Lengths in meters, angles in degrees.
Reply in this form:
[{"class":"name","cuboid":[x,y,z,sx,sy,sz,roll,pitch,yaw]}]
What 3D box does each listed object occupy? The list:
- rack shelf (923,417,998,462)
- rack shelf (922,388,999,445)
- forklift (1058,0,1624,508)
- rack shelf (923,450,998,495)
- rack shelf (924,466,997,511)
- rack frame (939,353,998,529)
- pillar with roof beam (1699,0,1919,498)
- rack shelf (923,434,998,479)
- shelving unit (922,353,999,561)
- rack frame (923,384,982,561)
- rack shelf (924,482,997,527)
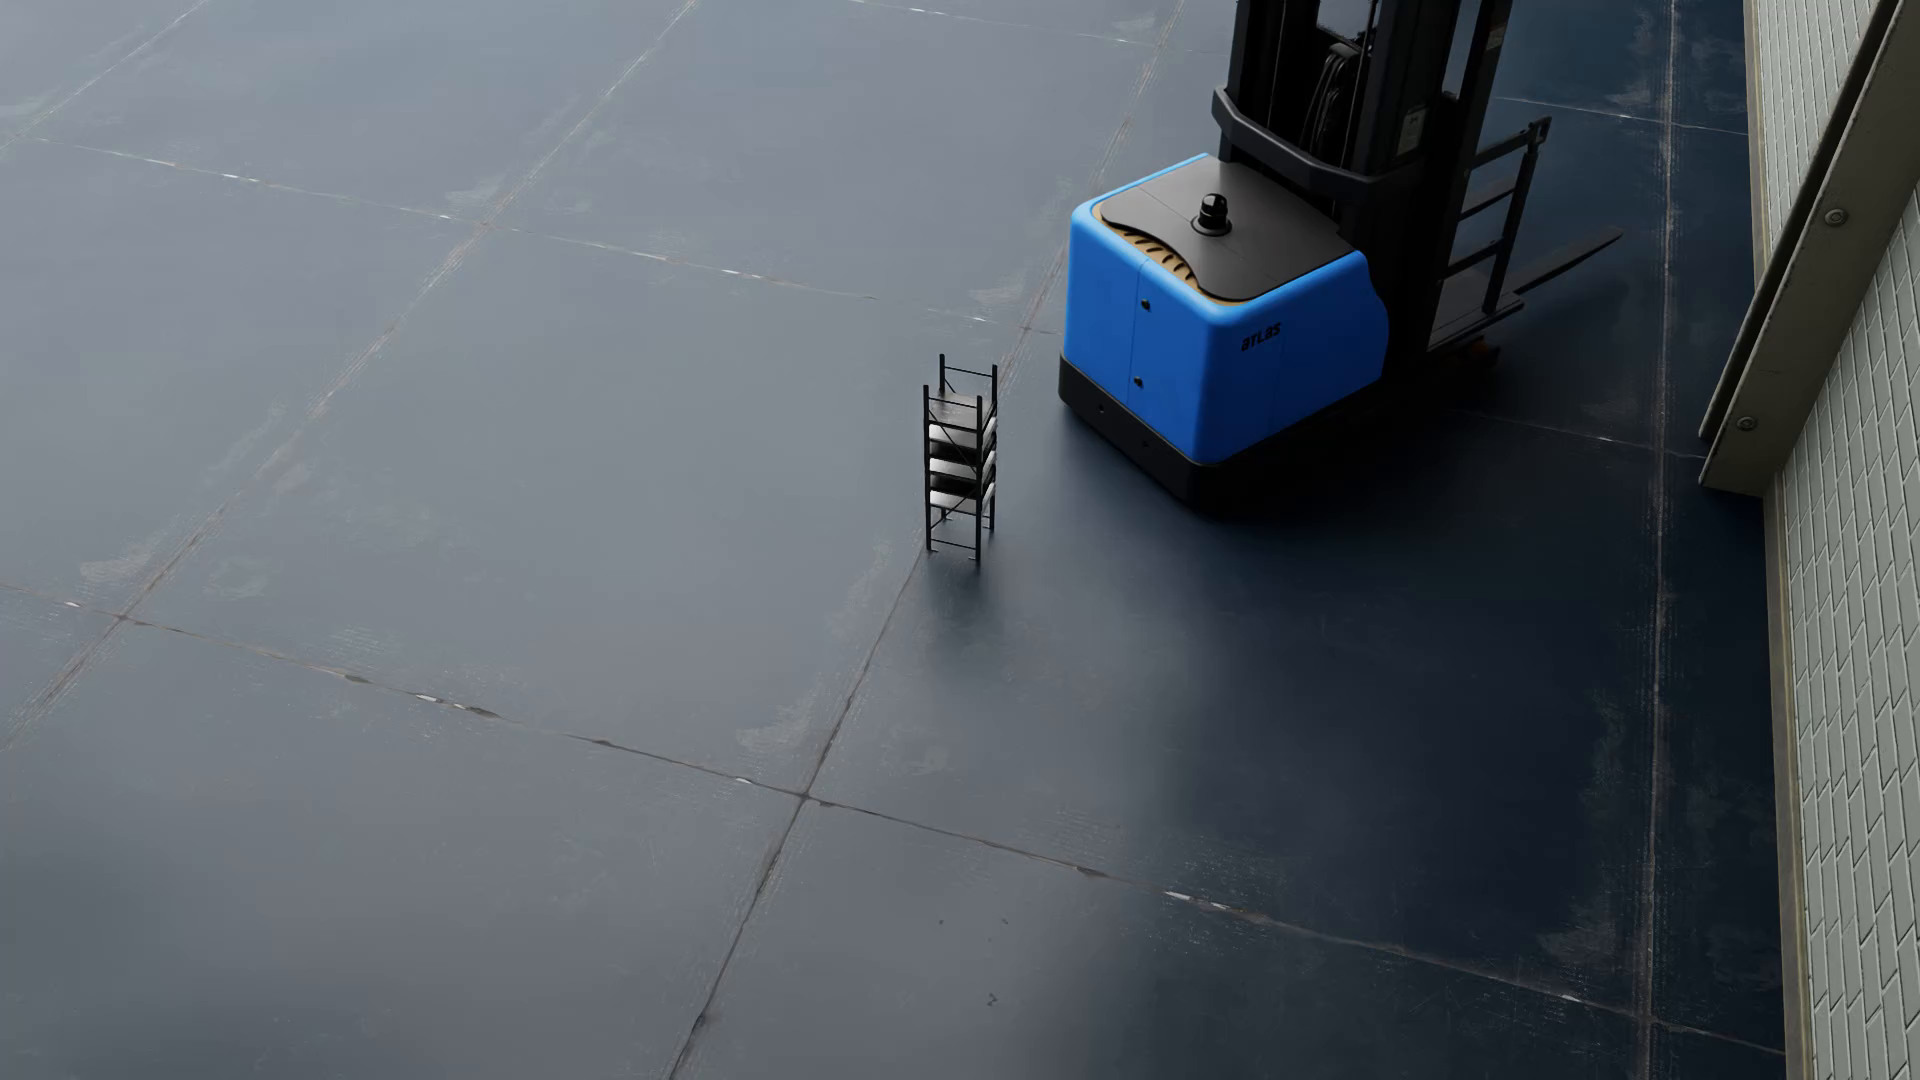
[{"class":"rack shelf","cuboid":[0.002,-0.432,6.737,0.258,0.077,0.200,13,46,13]},{"class":"rack shelf","cuboid":[0.002,-0.496,6.674,0.258,0.077,0.200,13,46,13]},{"class":"forklift","cuboid":[1.949,-2.024,7.122,3.031,2.935,1.130,-27,50,-25]},{"class":"rack shelf","cuboid":[0.002,-0.303,6.863,0.258,0.077,0.200,13,46,13]},{"class":"rack shelf","cuboid":[0.002,-0.239,6.926,0.258,0.077,0.200,13,46,13]},{"class":"rack frame","cuboid":[0.033,-0.395,6.909,0.240,0.900,0.006,13,46,13]},{"class":"pillar with roof beam","cuboid":[-0.608,-4.472,5.285,9.100,9.000,0.400,13,46,13]},{"class":"rack shelf","cuboid":[0.002,-0.368,6.800,0.258,0.077,0.200,13,46,13]},{"class":"shelving unit","cuboid":[0.002,-0.327,6.840,0.258,0.900,0.210,13,46,13]},{"class":"rack frame","cuboid":[-0.028,-0.259,6.771,0.240,0.900,0.006,13,46,13]},{"class":"rack shelf","cuboid":[0.002,-0.175,6.989,0.258,0.077,0.200,13,46,13]}]
